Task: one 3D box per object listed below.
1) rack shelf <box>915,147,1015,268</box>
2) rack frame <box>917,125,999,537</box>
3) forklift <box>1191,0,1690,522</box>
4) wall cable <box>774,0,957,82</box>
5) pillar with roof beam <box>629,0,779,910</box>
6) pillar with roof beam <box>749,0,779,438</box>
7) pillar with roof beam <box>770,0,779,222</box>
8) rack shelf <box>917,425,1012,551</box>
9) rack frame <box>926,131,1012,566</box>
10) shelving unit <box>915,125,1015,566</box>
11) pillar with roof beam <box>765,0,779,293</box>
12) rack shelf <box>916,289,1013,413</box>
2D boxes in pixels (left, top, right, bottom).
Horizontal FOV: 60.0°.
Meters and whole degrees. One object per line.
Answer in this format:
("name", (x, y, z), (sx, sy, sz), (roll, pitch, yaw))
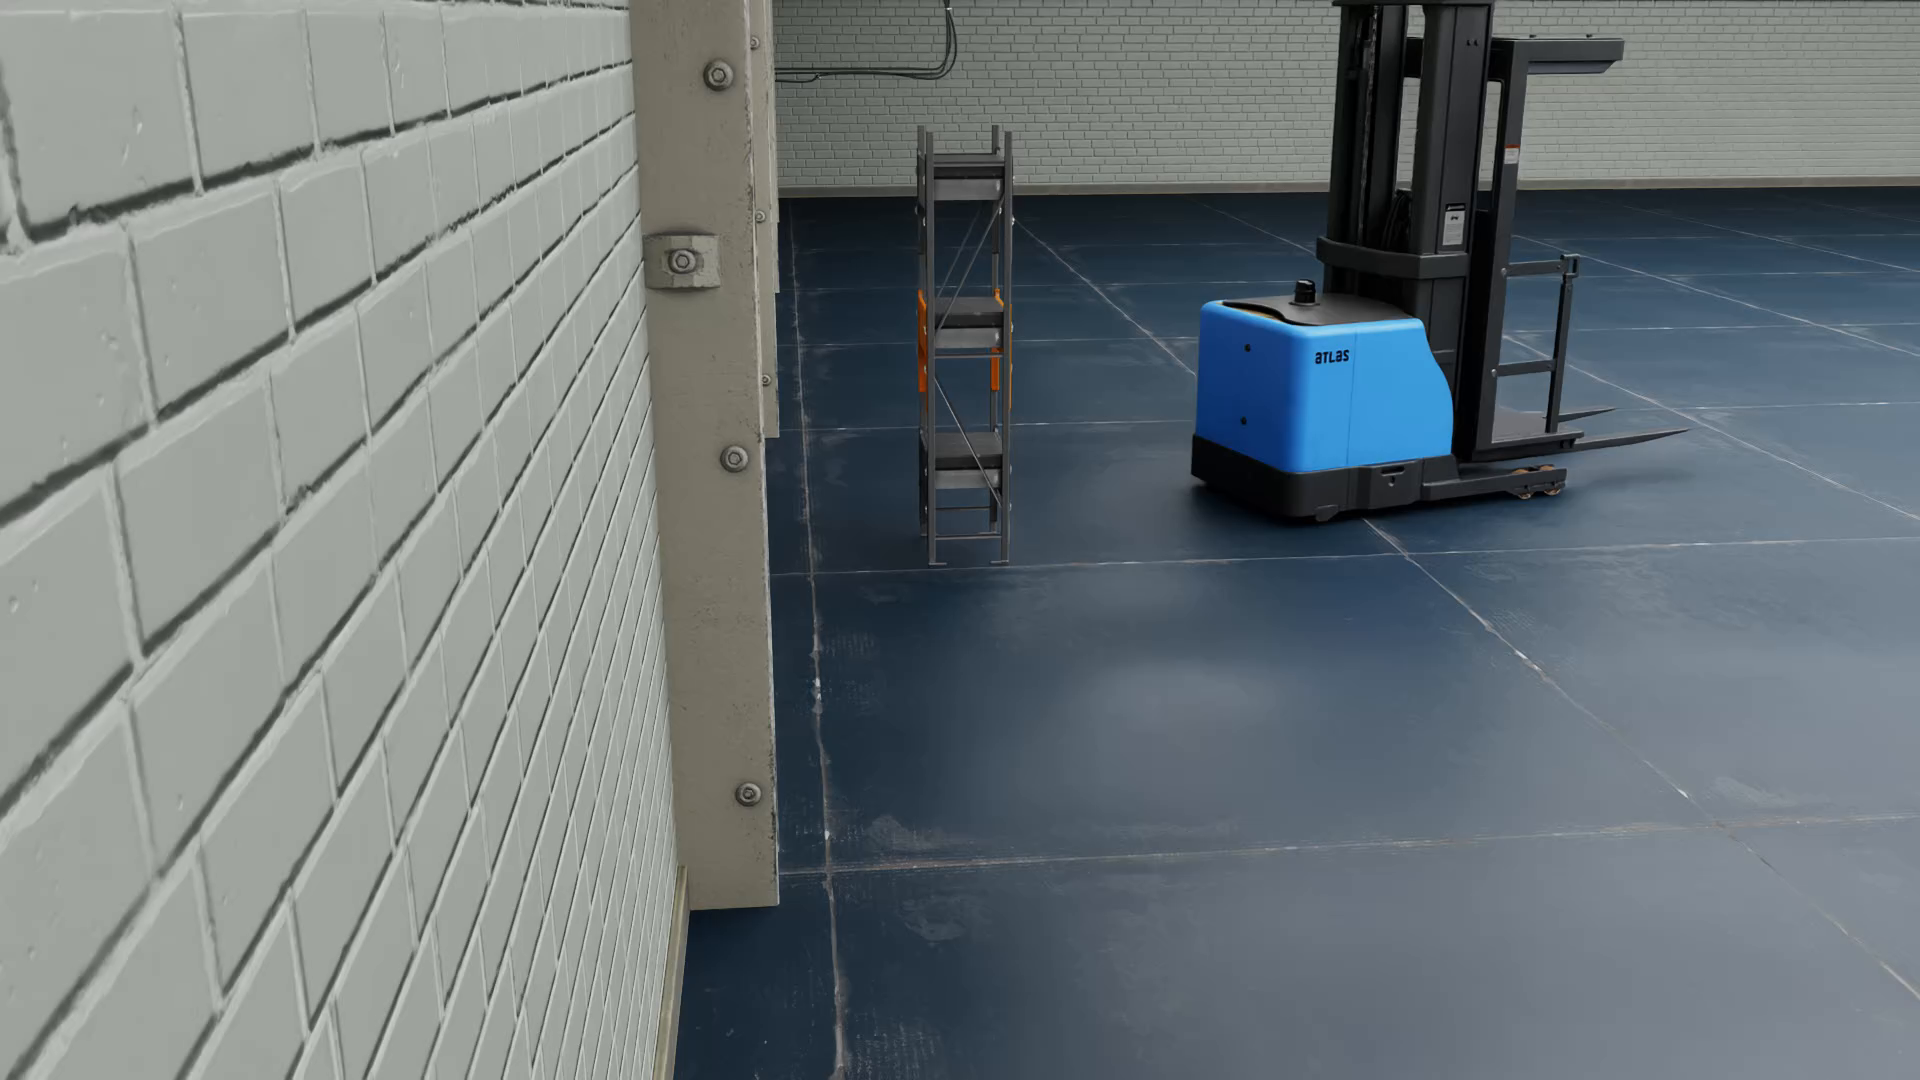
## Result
("rack shelf", (0.017, -1.607, 8.000), (0.431, 0.518, 0.480), (-2, 18, -6))
("rack frame", (-0.008, -1.025, 8.437), (0.400, 2.100, 0.015), (-2, 18, -6))
("forklift", (2.905, -1.767, 9.413), (3.031, 2.935, 1.130), (-7, 19, -23))
("wall cable", (-1.575, -8.026, 24.402), (3.097, 2.526, 0.112), (-2, 18, -6))
("pillar with roof beam", (3.552, -3.359, 4.353), (9.100, 9.000, 0.400), (-2, 18, -6))
("pillar with roof beam", (2.934, -5.147, 10.047), (9.100, 9.000, 0.400), (-2, 18, -6))
("pillar with roof beam", (1.696, -8.722, 21.435), (9.100, 9.000, 0.400), (-2, 18, -6))
("rack shelf", (0.017, -0.272, 8.419), (0.431, 0.518, 0.480), (-2, 18, -6))
("rack frame", (0.042, -0.880, 7.974), (0.400, 2.100, 0.015), (-2, 18, -6))
("shelving unit", (0.017, -0.952, 8.205), (0.431, 2.100, 0.503), (-2, 18, -6))
("pillar with roof beam", (2.315, -6.934, 15.741), (9.100, 9.000, 0.400), (-2, 18, -6))
("rack shelf", (0.017, -0.939, 8.210), (0.431, 0.518, 0.480), (-2, 18, -6))
